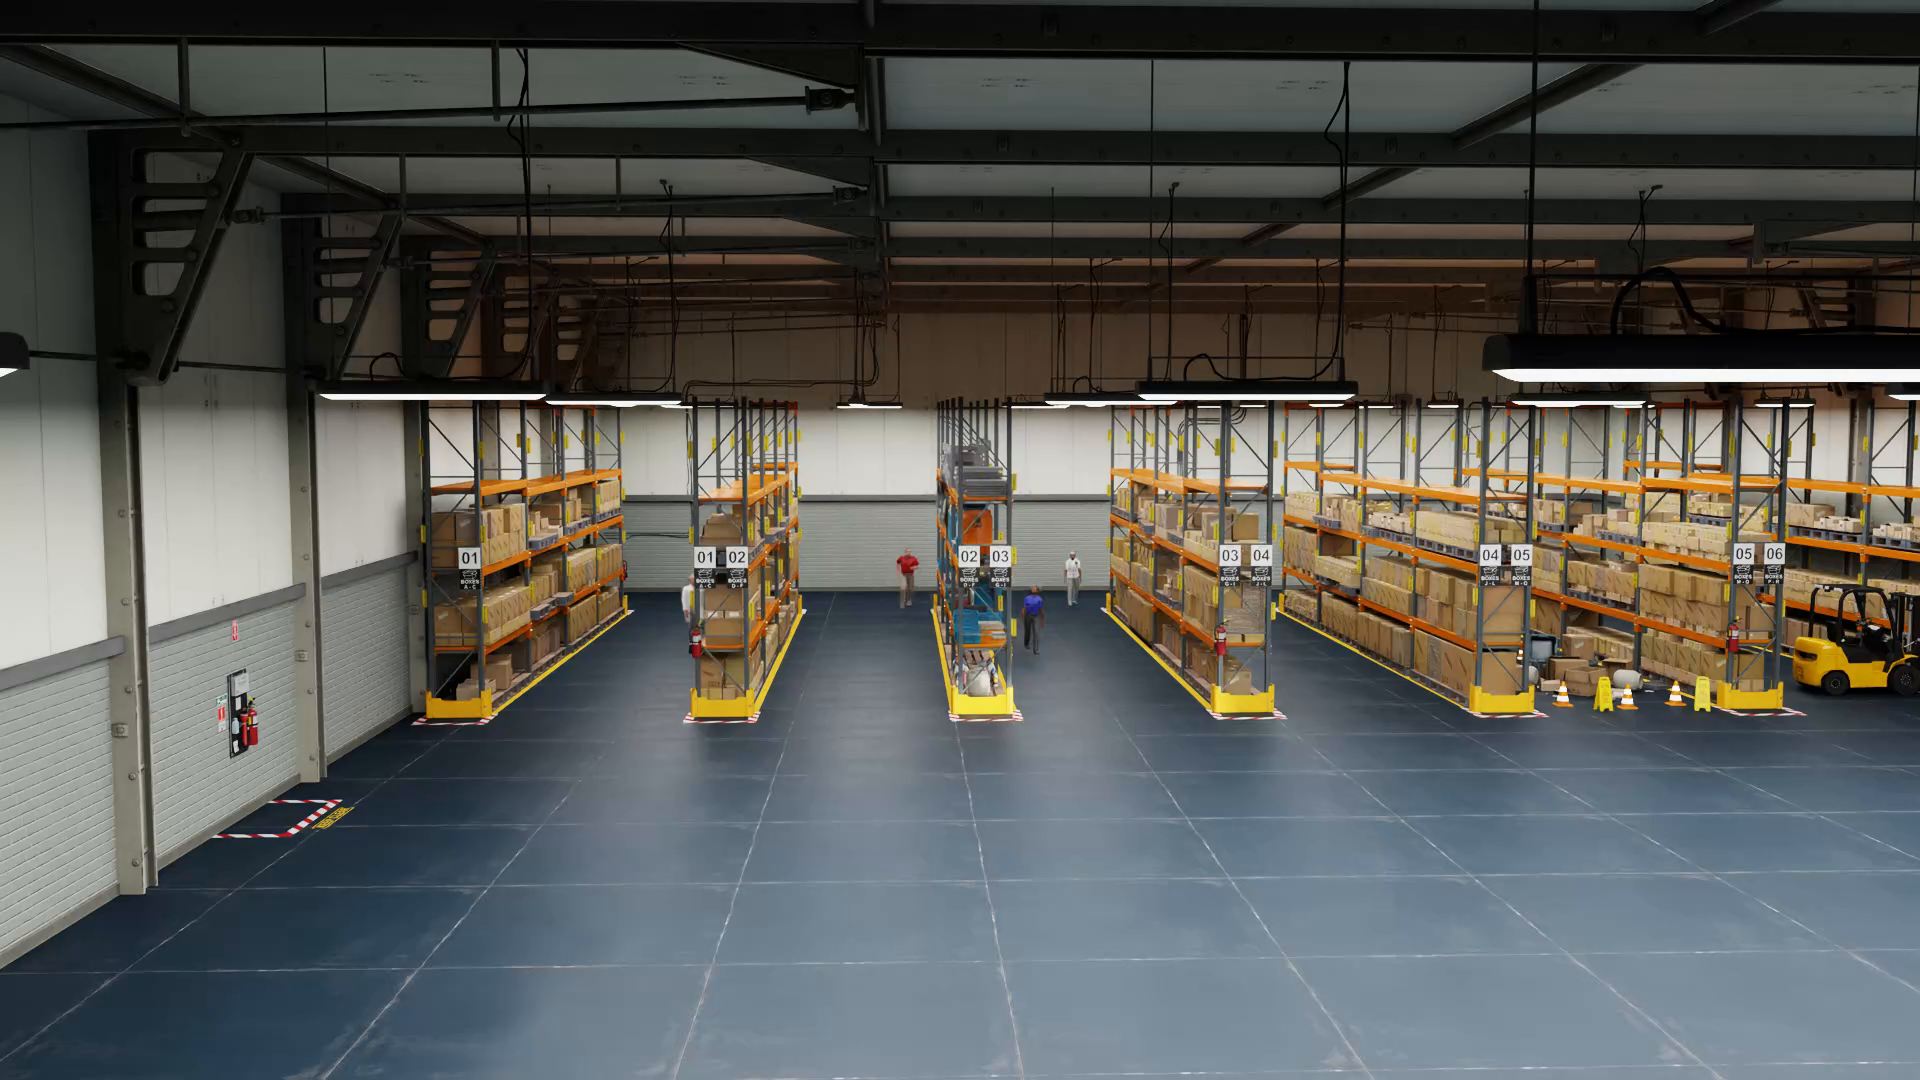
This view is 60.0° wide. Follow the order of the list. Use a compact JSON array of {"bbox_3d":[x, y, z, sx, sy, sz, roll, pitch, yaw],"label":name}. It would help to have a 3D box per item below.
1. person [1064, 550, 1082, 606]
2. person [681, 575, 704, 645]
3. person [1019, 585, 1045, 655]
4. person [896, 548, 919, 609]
[{"bbox_3d":[3.323,1.112,48.943,0.491,1.629,0.962,0,4,-2],"label":"person"},{"bbox_3d":[-6.462,1.728,40.240,0.537,1.745,1.019,0,4,0],"label":"person"},{"bbox_3d":[1.681,1.869,39.060,0.598,1.593,0.926,0,4,-4],"label":"person"},{"bbox_3d":[-1.528,1.123,48.647,0.671,1.788,0.825,0,4,-4],"label":"person"}]
